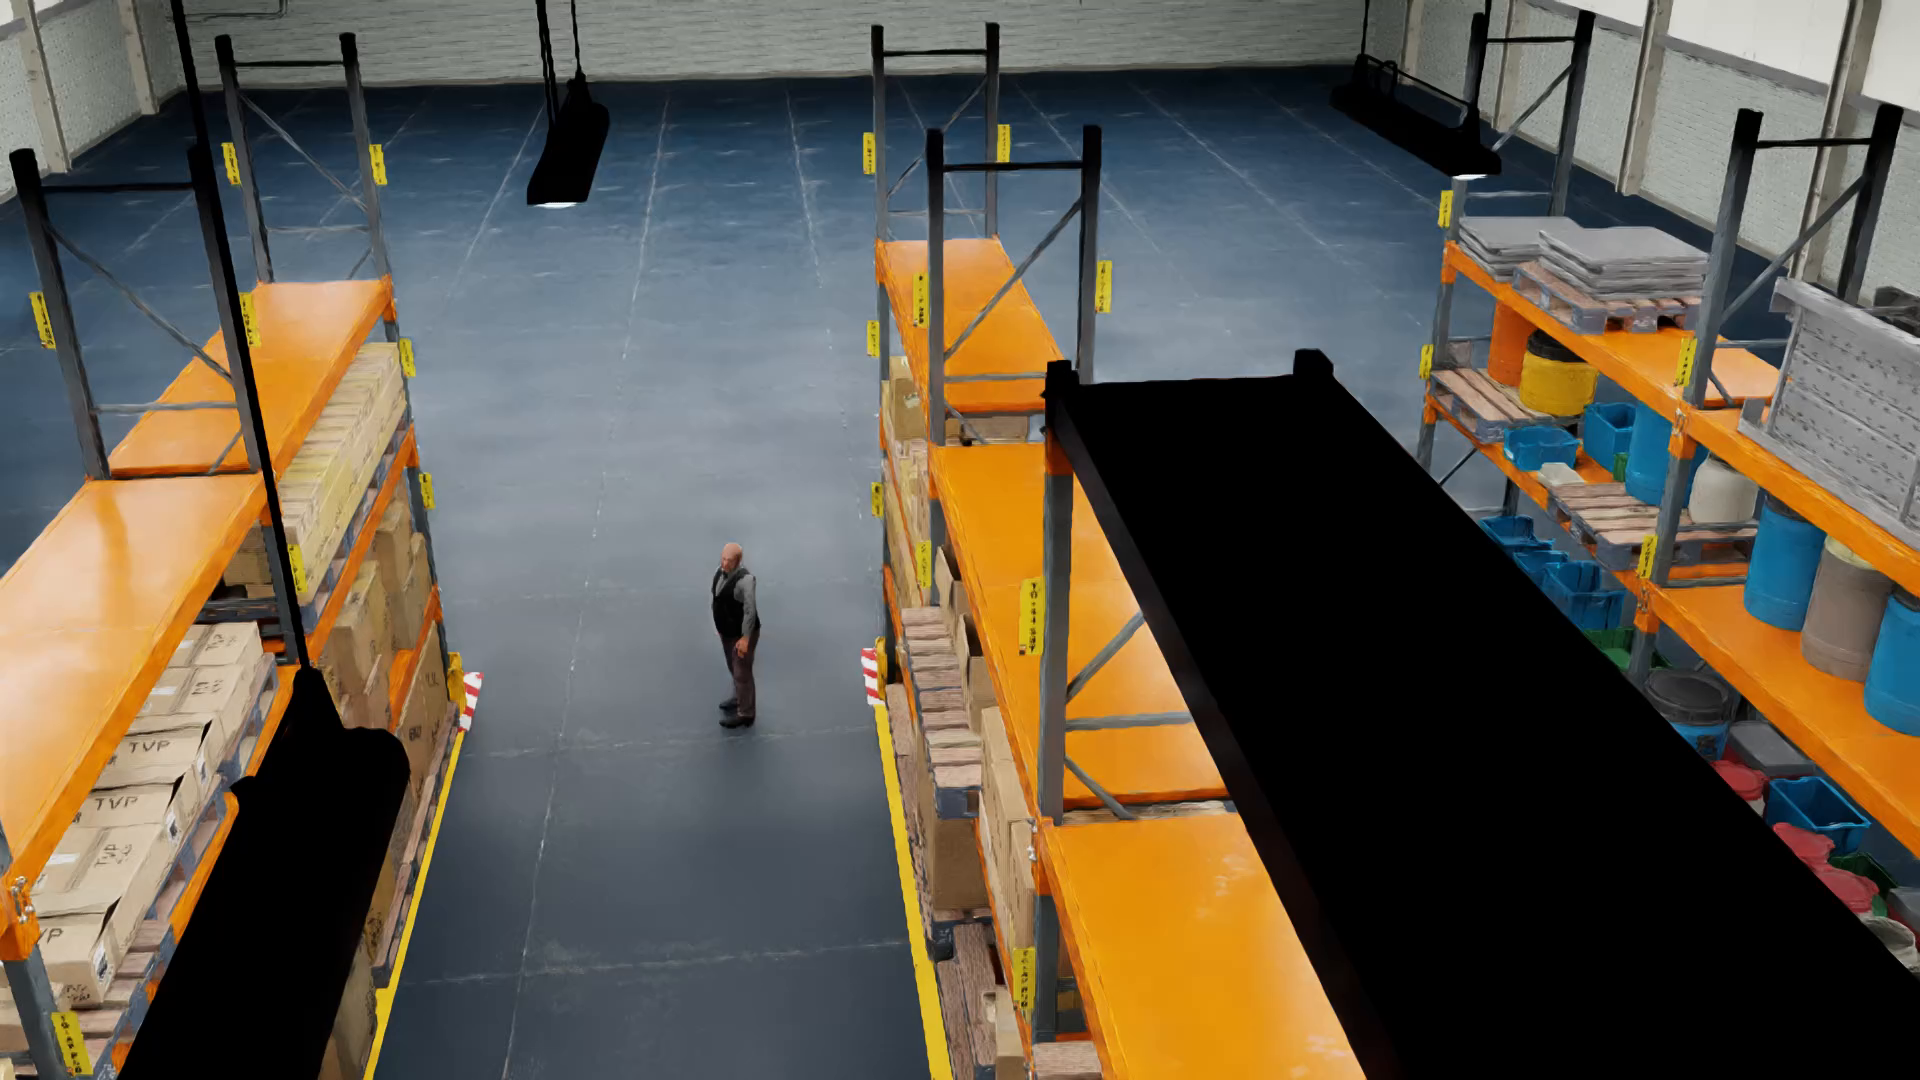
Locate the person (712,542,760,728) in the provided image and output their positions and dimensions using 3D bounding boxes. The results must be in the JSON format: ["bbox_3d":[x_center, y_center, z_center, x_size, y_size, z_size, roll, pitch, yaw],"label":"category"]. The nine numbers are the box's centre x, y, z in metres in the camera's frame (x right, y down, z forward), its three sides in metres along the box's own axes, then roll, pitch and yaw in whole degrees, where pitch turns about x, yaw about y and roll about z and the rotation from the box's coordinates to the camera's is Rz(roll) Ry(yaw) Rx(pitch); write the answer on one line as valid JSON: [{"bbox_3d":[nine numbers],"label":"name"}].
[{"bbox_3d":[-2.024,0.819,14.758,0.454,1.726,0.581,-17,30,-31],"label":"person"}]
